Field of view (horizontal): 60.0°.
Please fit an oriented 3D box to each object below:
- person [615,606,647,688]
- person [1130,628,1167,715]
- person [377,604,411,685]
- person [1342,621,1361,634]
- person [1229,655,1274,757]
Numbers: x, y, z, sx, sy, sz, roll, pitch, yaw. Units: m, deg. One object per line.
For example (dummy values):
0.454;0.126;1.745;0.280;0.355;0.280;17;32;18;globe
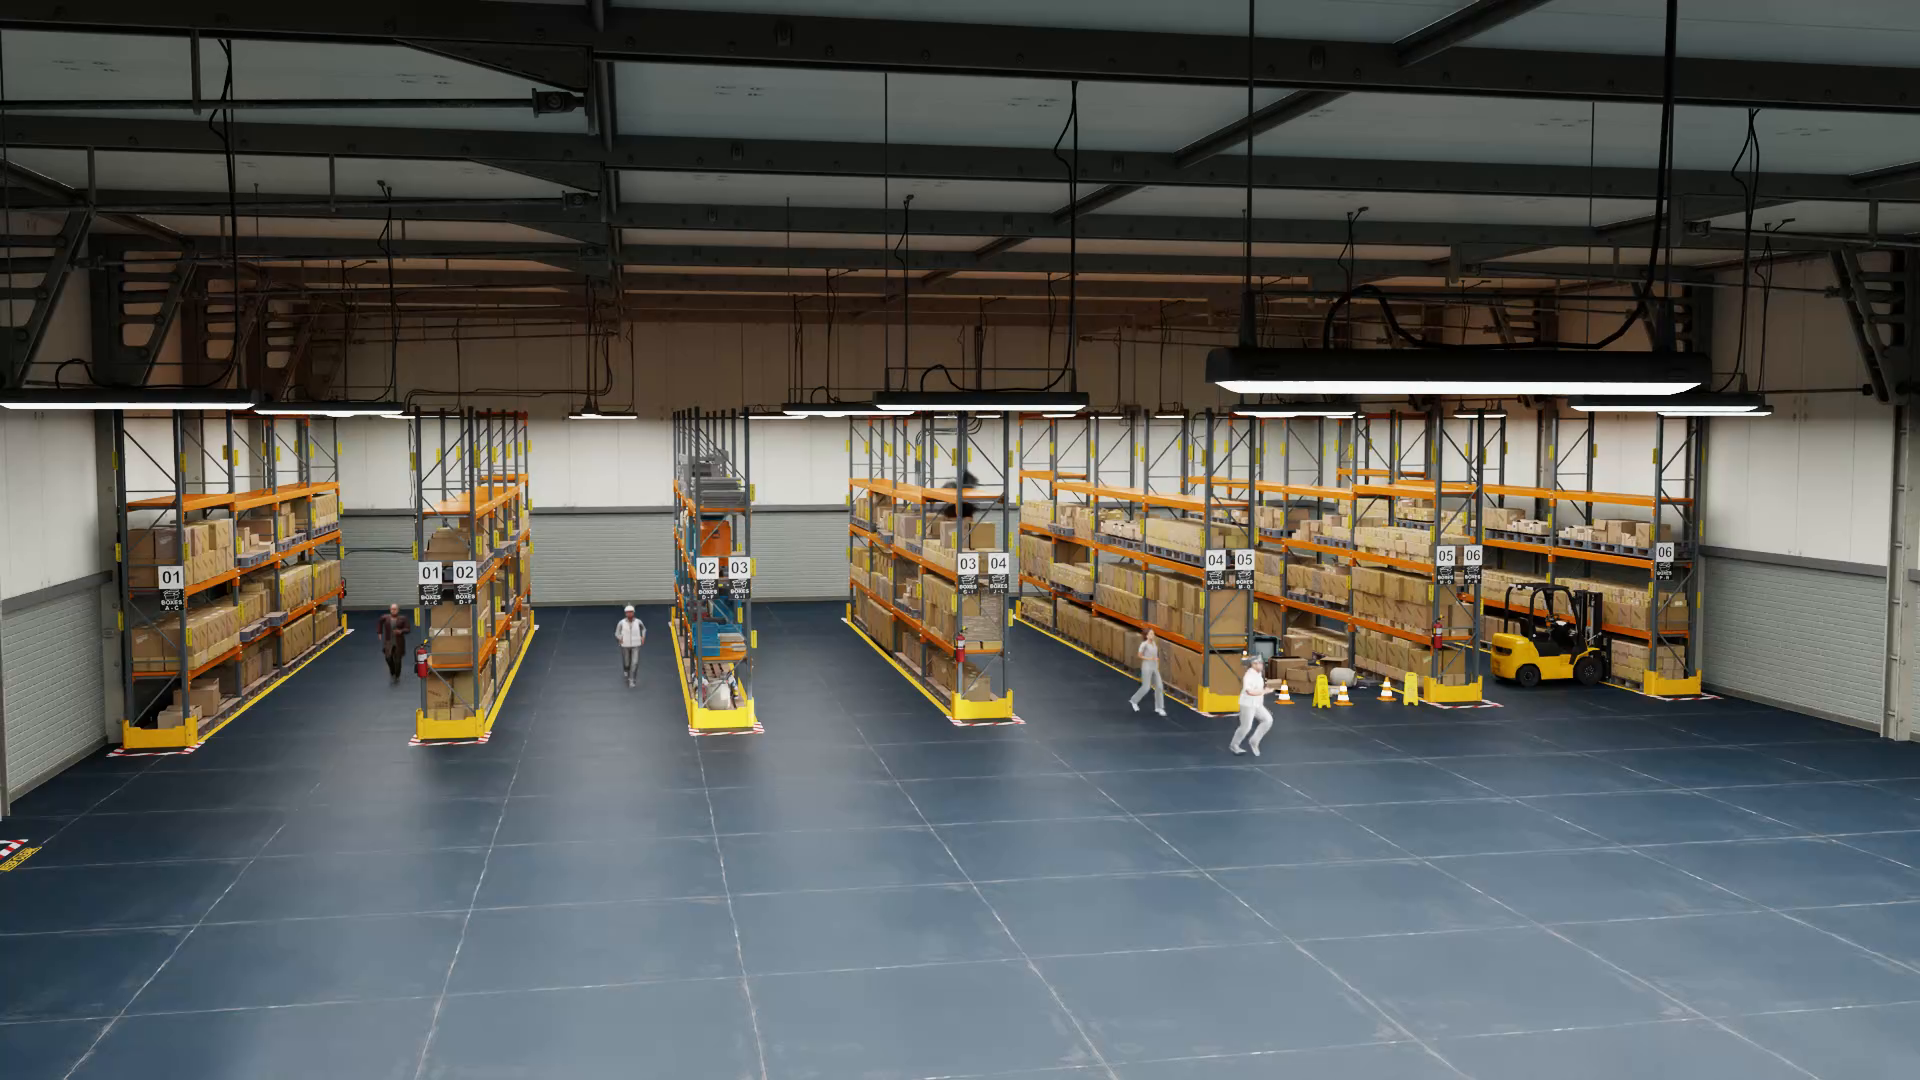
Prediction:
-7.136;2.295;36.098;0.677;1.746;0.875;-1;4;-13;person
3.695;2.563;32.570;0.586;1.688;0.860;-4;6;-44;person
-12.318;2.284;36.178;0.737;1.708;0.869;-1;4;-10;person
10.060;1.822;42.689;0.654;1.748;0.698;-1;4;-18;person
4.997;2.822;28.423;0.830;1.773;0.694;3;5;32;person
